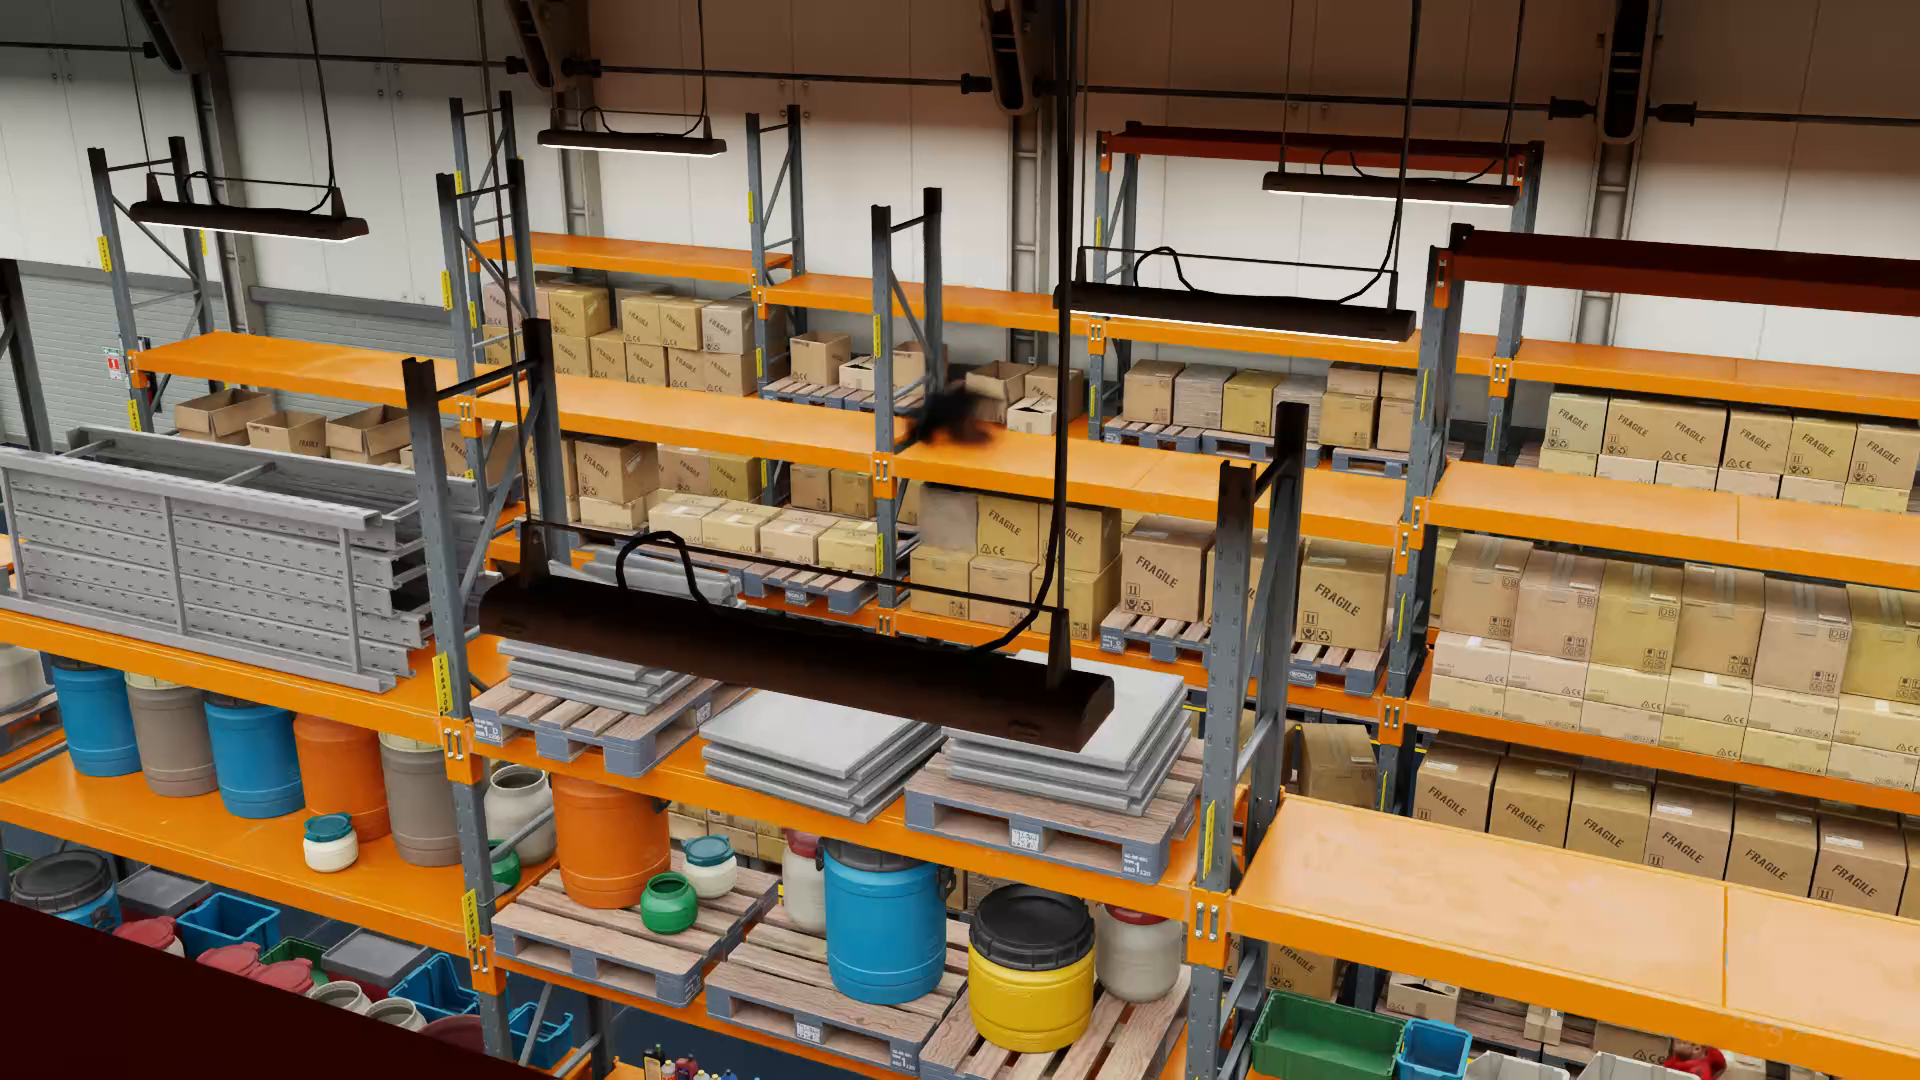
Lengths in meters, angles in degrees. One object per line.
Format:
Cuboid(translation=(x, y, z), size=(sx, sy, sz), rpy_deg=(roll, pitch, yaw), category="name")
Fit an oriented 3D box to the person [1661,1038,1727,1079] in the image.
Cuboid(translation=(4.465, 3.711, 10.272), size=(0.969, 1.724, 0.660), rpy_deg=(4, 21, 11), category="person")
